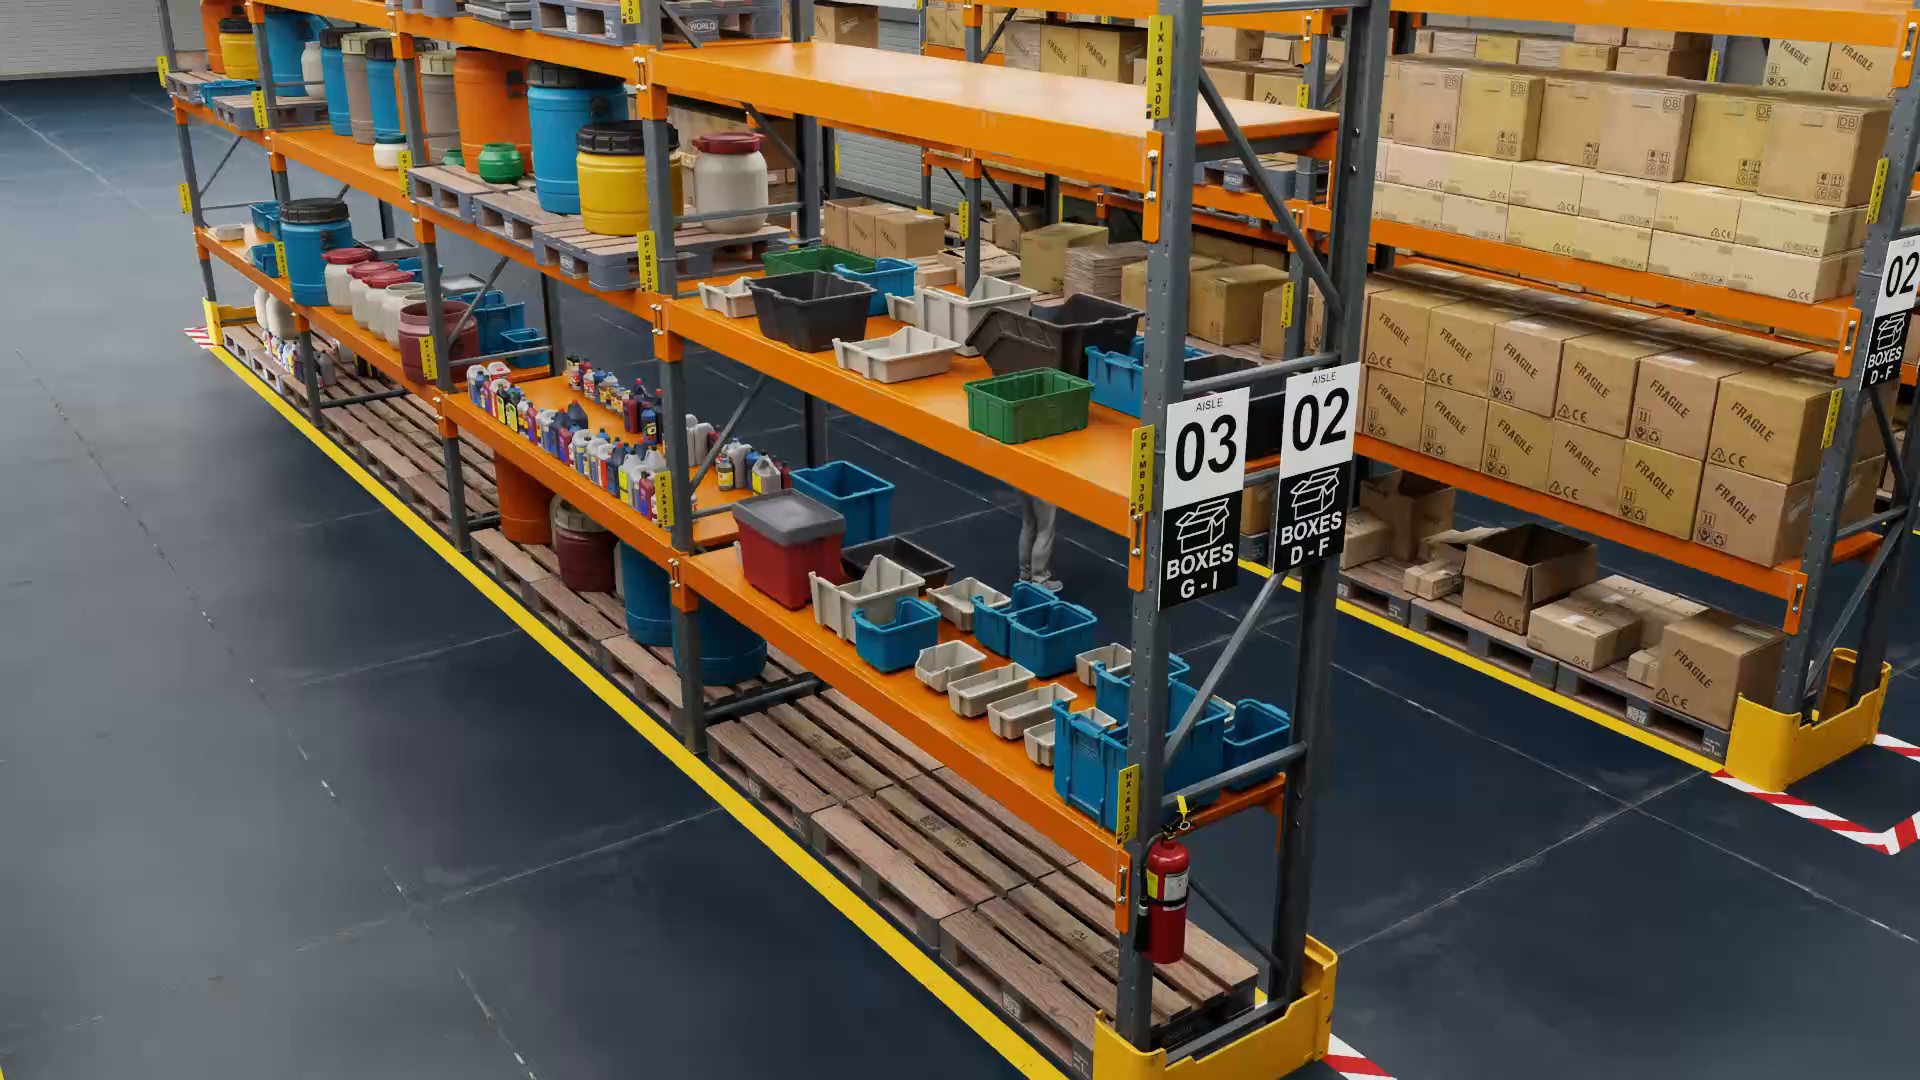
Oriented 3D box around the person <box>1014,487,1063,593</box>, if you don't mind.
[{"bbox_3d":[0.608,-0.446,12.187,0.560,1.686,0.459,-14,26,-32],"label":"person"}]
